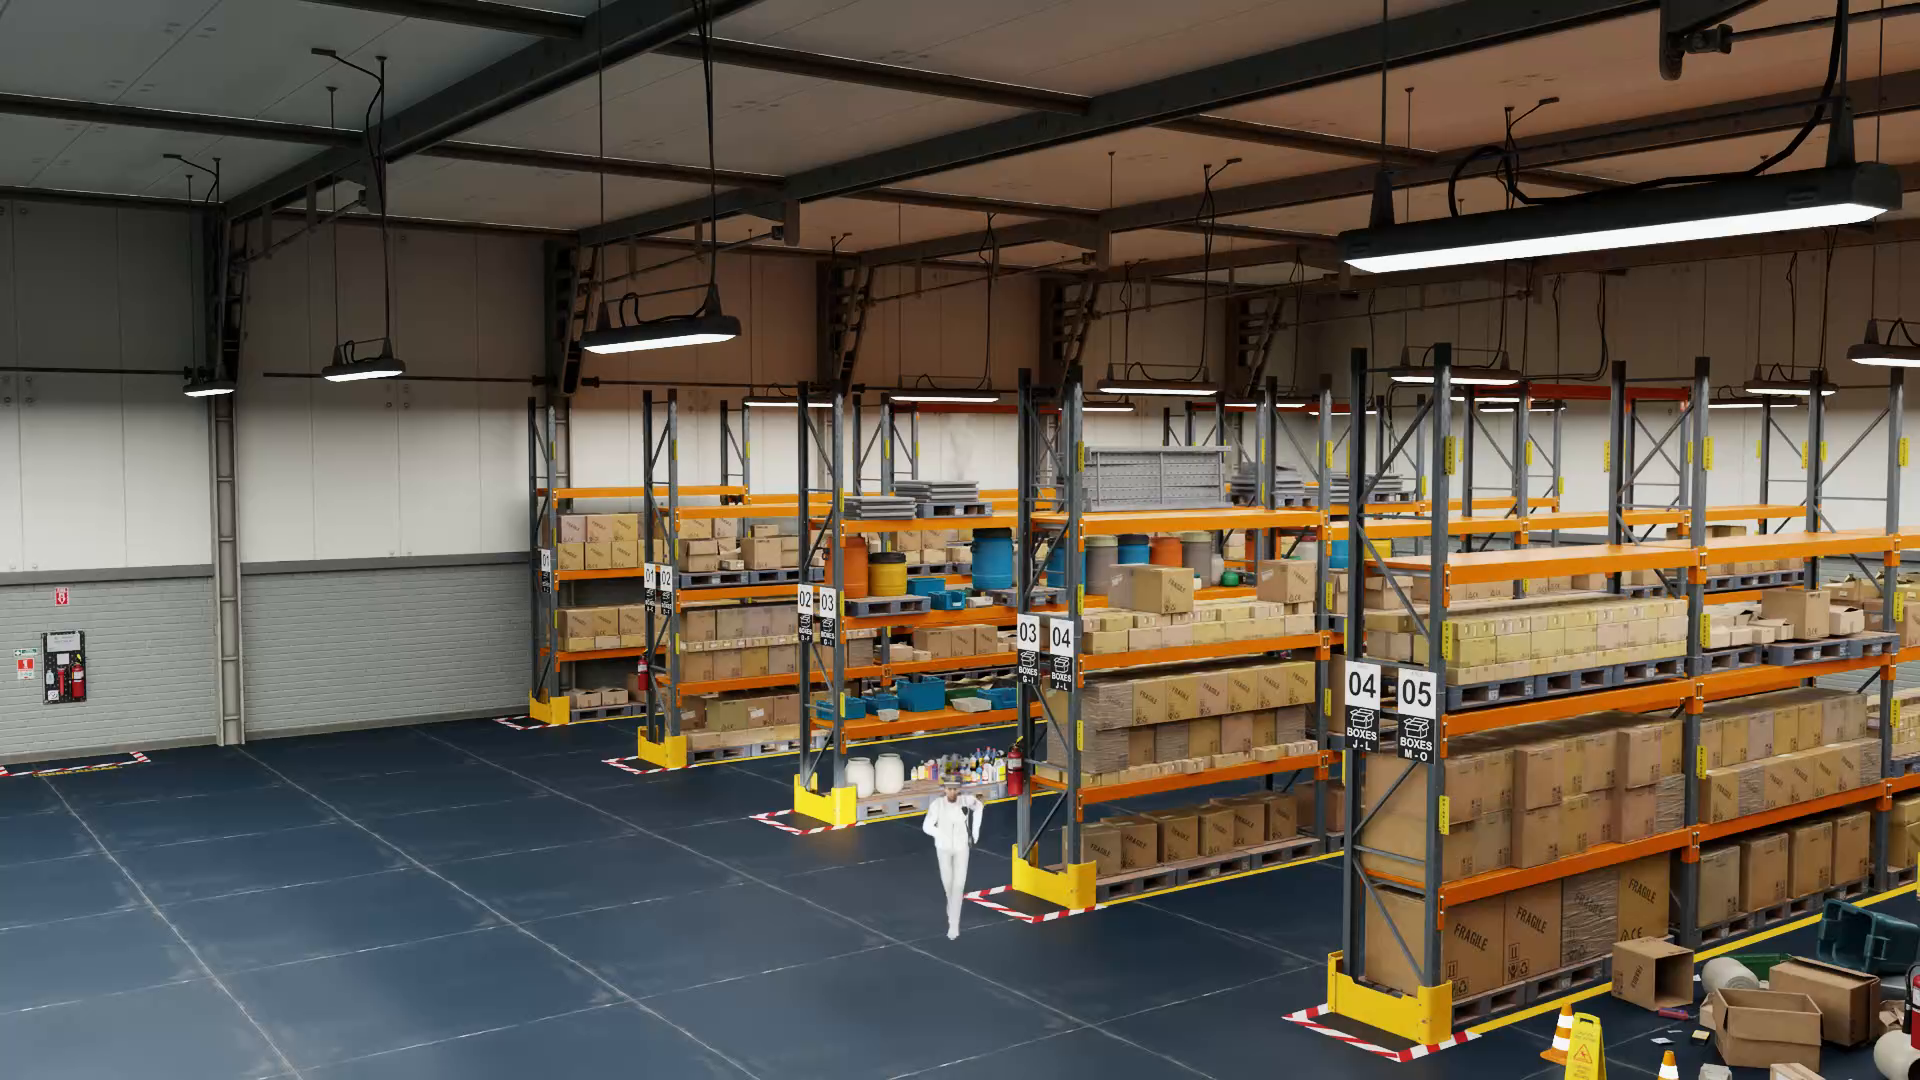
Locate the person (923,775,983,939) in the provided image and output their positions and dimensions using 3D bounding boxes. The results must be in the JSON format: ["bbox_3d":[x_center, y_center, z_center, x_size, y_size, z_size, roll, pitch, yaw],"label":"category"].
[{"bbox_3d":[-0.069,3.305,17.652,0.630,1.736,0.893,0,3,1],"label":"person"}]
